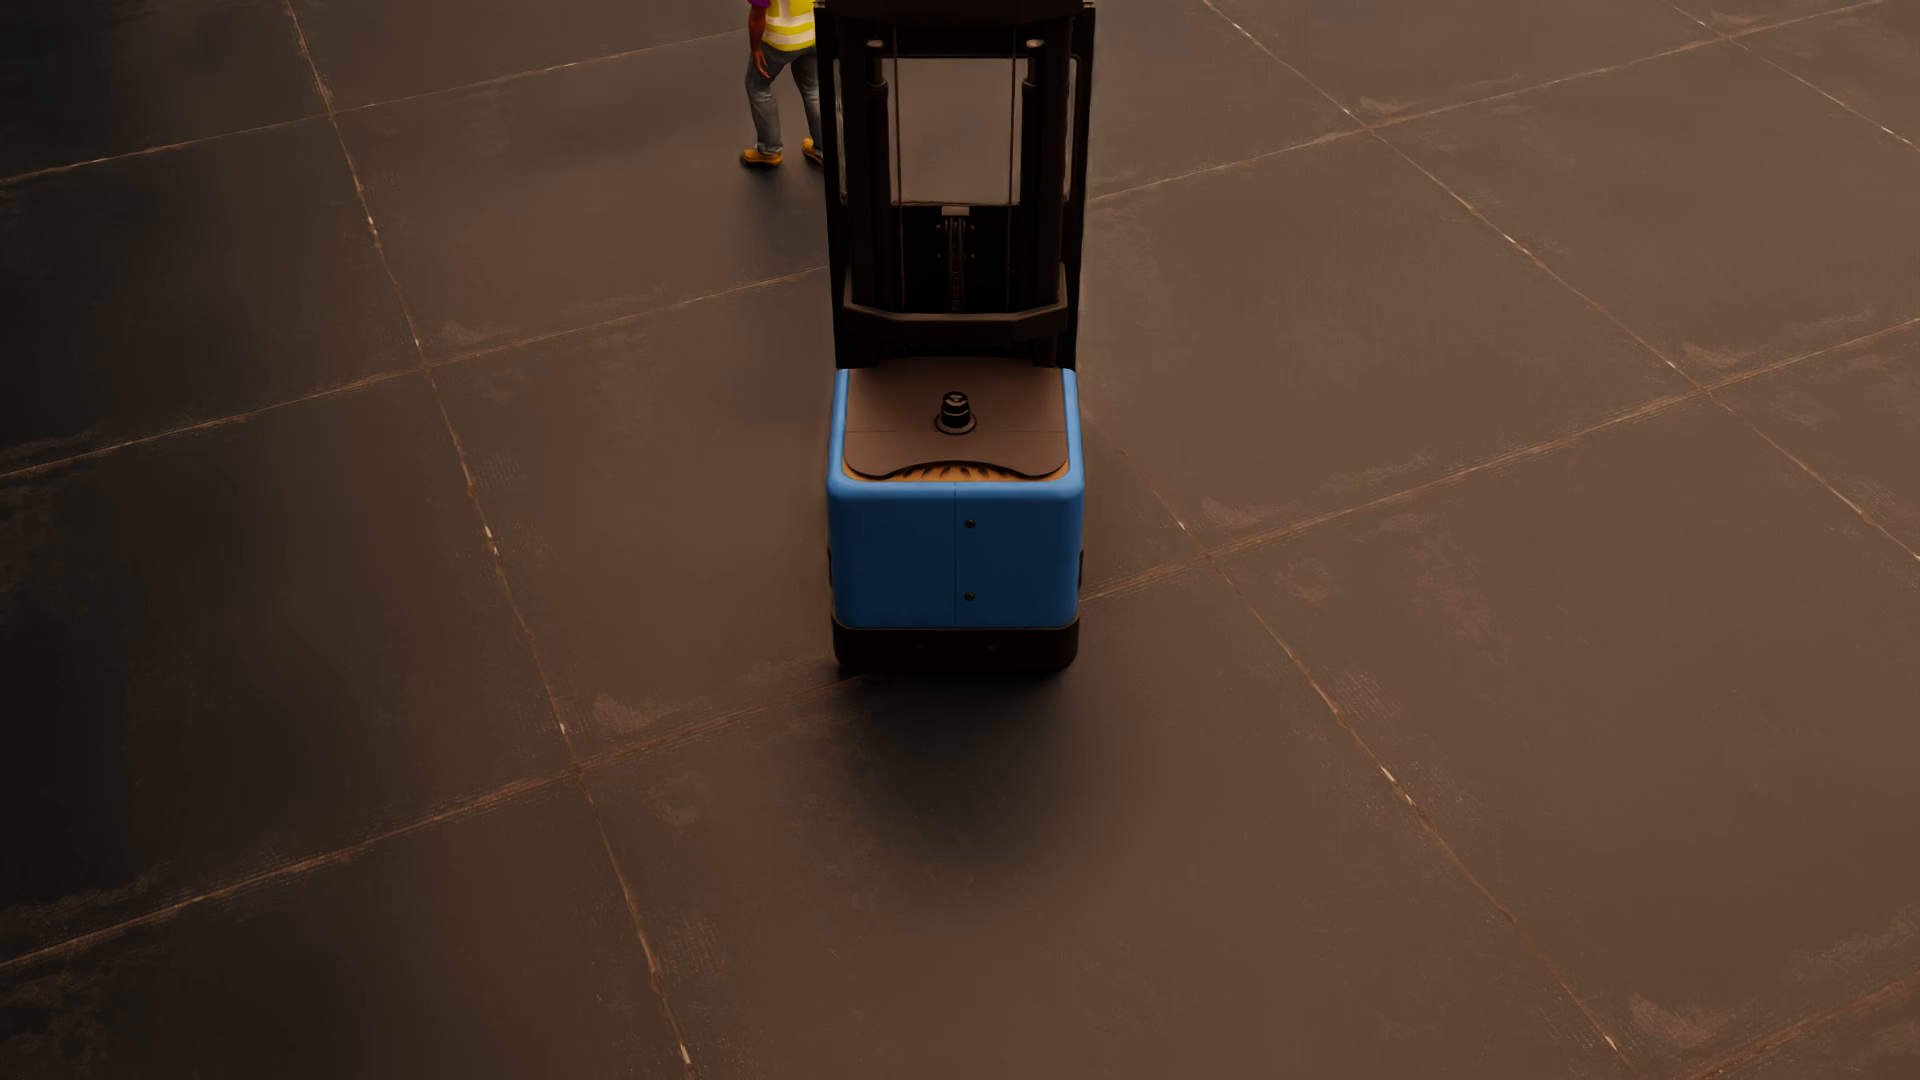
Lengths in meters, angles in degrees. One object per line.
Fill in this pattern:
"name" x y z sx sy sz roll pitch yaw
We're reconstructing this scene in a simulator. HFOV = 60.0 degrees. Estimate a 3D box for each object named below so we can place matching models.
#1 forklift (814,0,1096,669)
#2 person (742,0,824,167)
"forklift" -0.021 -1.501 7.289 1.130 2.935 3.031 0 43 0
"person" -1.018 -3.000 9.758 0.657 1.756 0.514 -28 50 -27
